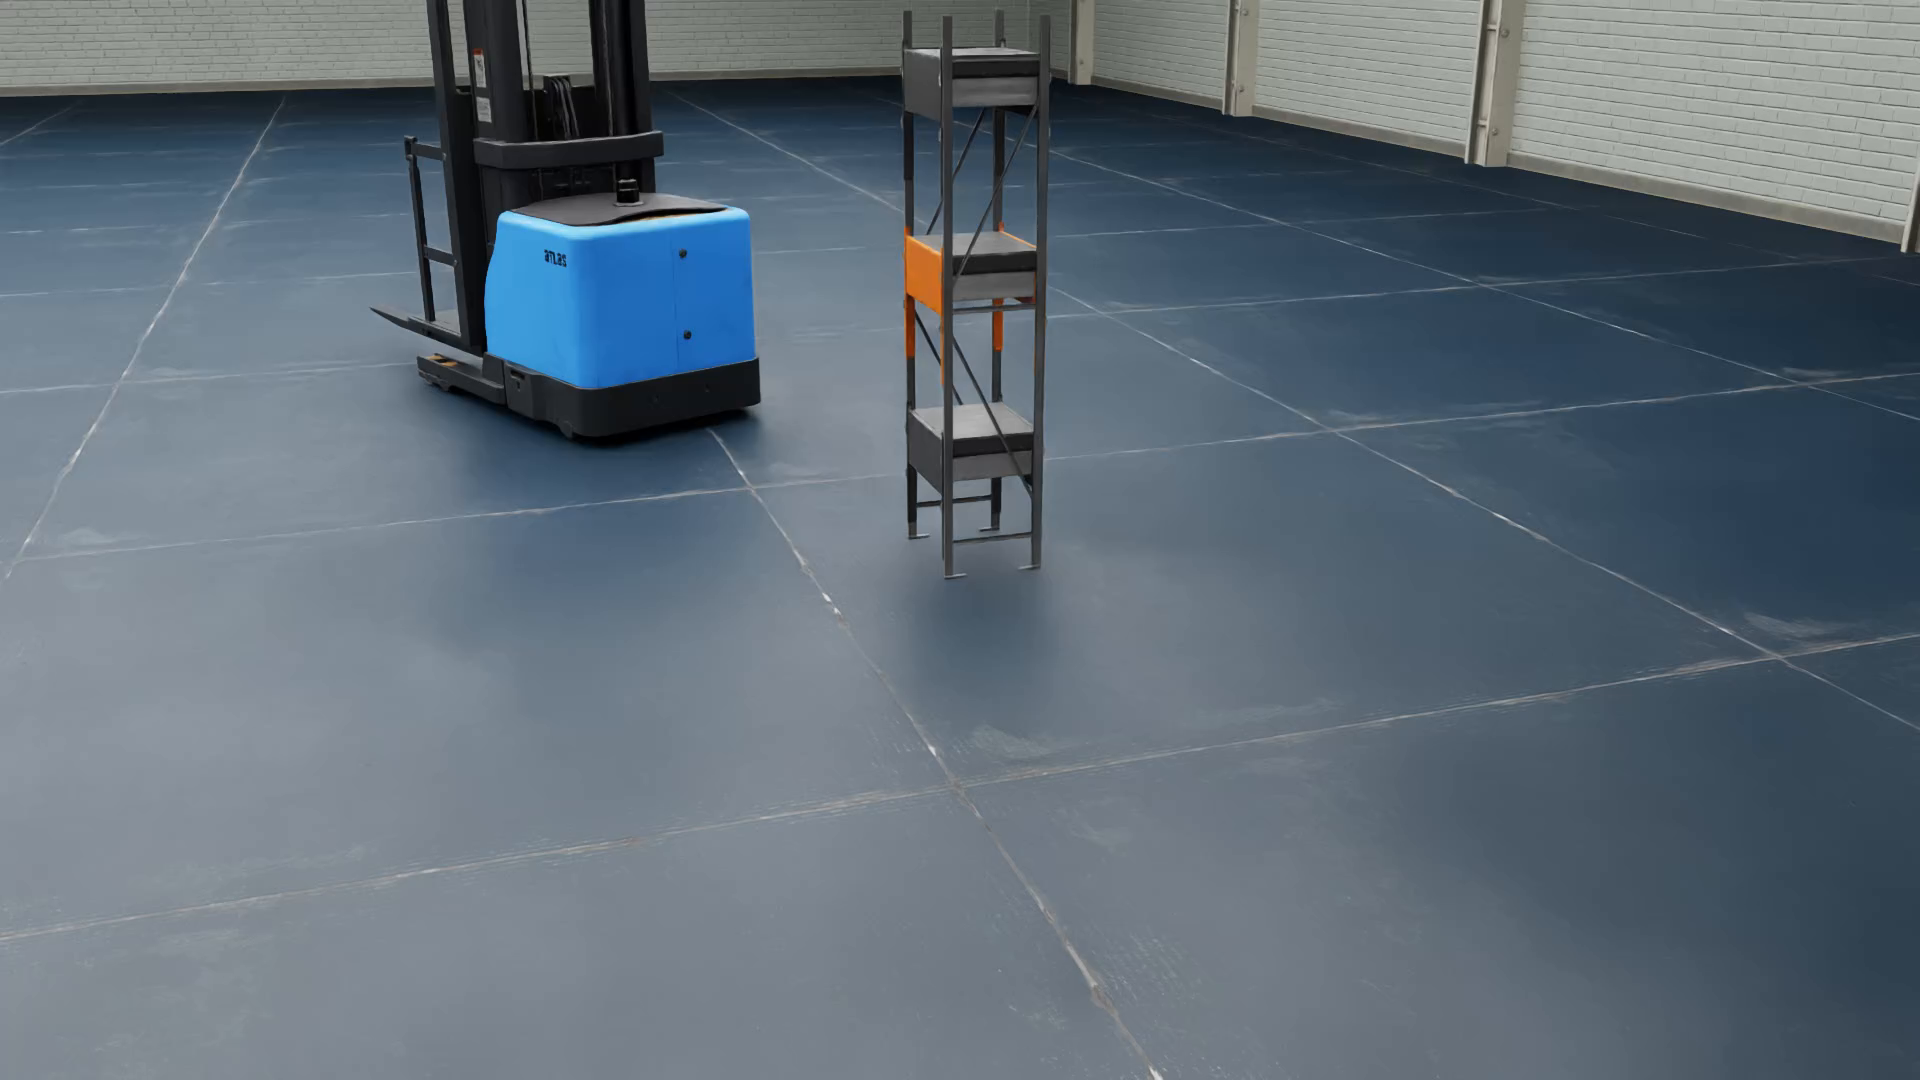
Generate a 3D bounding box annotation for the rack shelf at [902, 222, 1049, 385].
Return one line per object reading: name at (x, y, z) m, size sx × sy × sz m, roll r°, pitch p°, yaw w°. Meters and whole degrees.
rack shelf at (0.052, -0.922, 6.418) m, size 0.431 × 0.518 × 0.480 m, roll -6°, pitch 21°, yaw -17°

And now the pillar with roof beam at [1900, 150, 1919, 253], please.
pillar with roof beam at (3.691, -6.058, 10.470) m, size 9.100 × 9.000 × 0.400 m, roll -6°, pitch 21°, yaw -17°

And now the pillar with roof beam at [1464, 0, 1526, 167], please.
pillar with roof beam at (1.805, -7.983, 15.830) m, size 9.100 × 9.000 × 0.400 m, roll -6°, pitch 21°, yaw -17°

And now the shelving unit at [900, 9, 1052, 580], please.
shelving unit at (0.052, -0.935, 6.414) m, size 0.431 × 2.100 × 0.503 m, roll -6°, pitch 21°, yaw -17°

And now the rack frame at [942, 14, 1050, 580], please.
rack frame at (0.129, -0.857, 6.196) m, size 0.400 × 2.100 × 0.015 m, roll -6°, pitch 21°, yaw -17°

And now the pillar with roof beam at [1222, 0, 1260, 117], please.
pillar with roof beam at (-0.081, -9.909, 21.191) m, size 9.100 × 9.000 × 0.400 m, roll -6°, pitch 21°, yaw -17°

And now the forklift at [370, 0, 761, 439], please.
forklift at (-2.396, -2.302, 8.988) m, size 1.130 × 2.935 × 3.031 m, roll -17°, pitch 26°, yaw -38°

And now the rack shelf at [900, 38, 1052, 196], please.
rack shelf at (0.052, -1.581, 6.182) m, size 0.431 × 0.518 × 0.480 m, roll -6°, pitch 21°, yaw -17°

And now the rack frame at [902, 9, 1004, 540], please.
rack frame at (-0.025, -1.013, 6.632) m, size 0.400 × 2.100 × 0.015 m, roll -6°, pitch 21°, yaw -17°

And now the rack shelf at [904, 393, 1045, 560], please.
rack shelf at (0.052, -0.263, 6.655) m, size 0.431 × 0.518 × 0.480 m, roll -6°, pitch 21°, yaw -17°

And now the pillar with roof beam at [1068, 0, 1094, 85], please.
pillar with roof beam at (-1.966, -11.834, 26.552) m, size 9.100 × 9.000 × 0.400 m, roll -6°, pitch 21°, yaw -17°
